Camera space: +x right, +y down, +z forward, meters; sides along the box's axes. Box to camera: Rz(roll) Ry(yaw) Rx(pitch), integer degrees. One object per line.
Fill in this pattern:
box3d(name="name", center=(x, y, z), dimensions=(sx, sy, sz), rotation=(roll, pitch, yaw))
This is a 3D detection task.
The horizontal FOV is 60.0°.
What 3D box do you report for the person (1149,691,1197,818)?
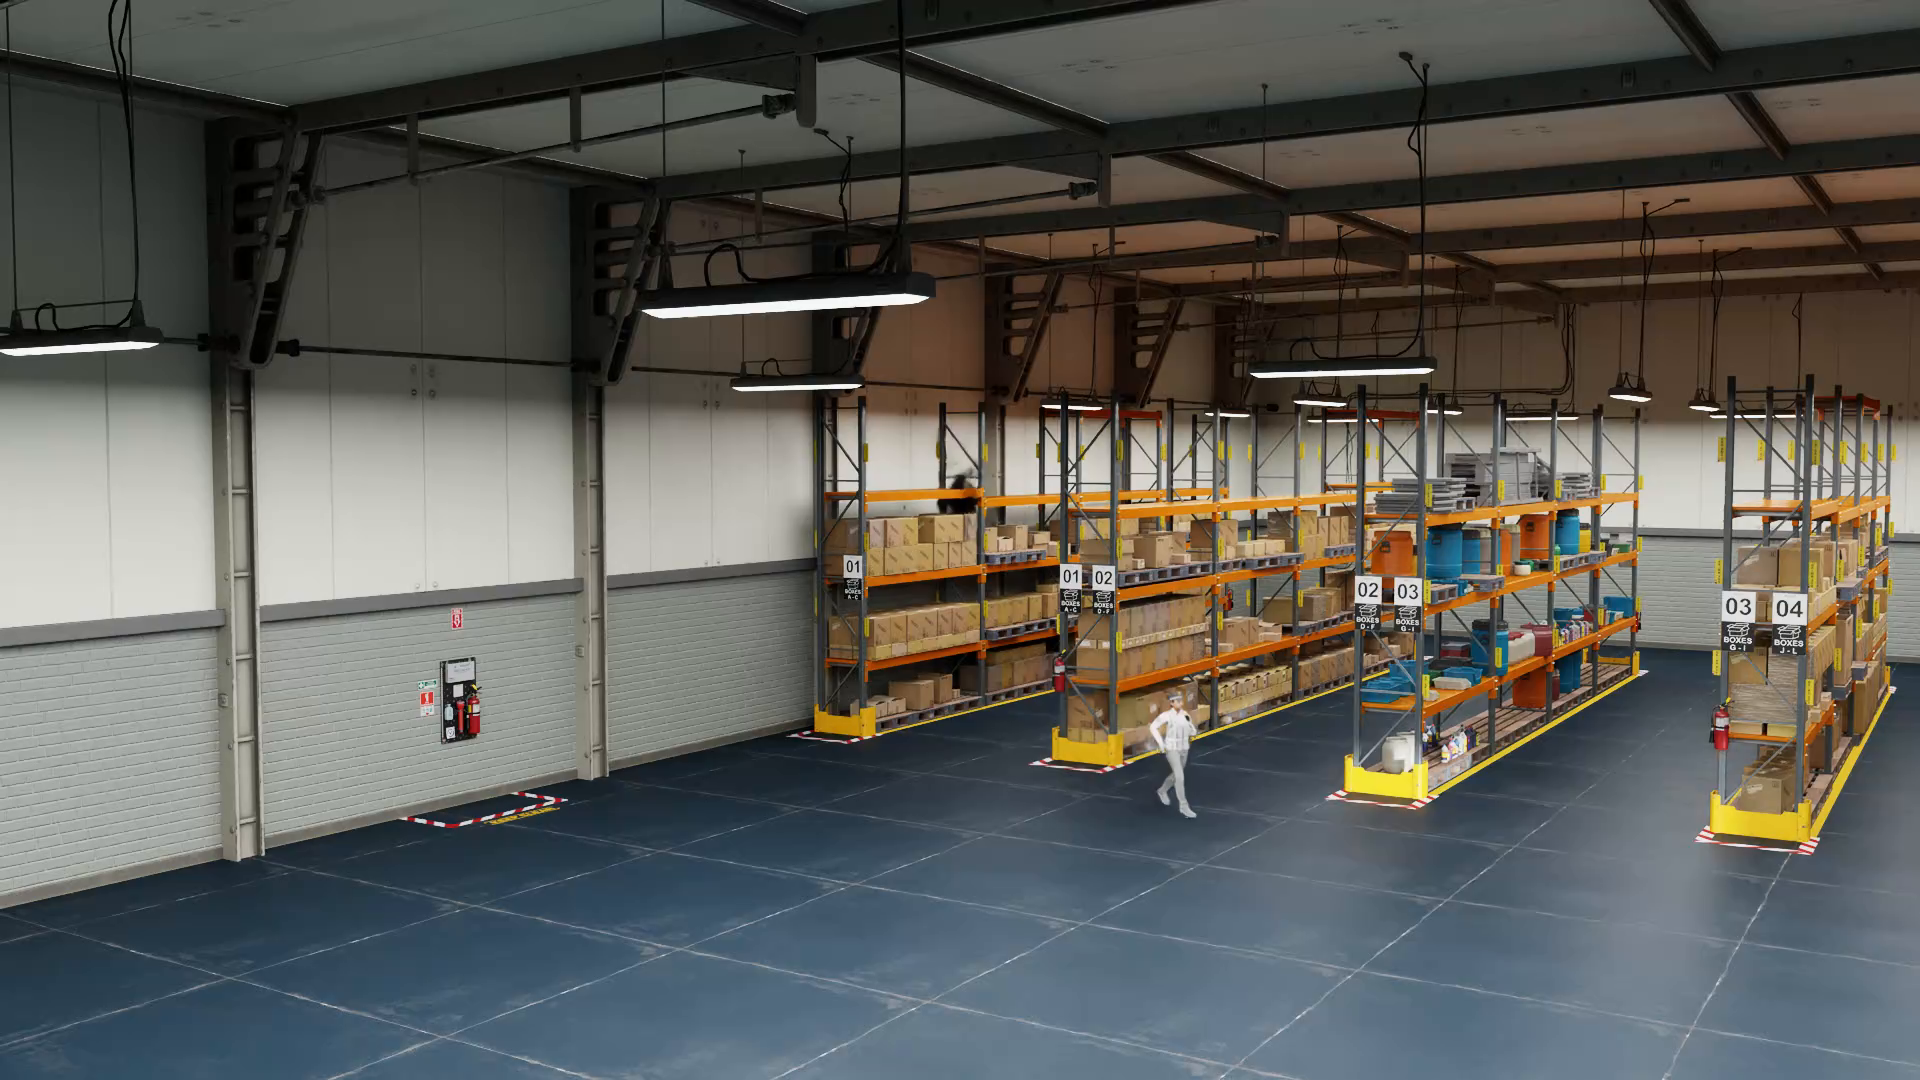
box3d(name="person", center=(2.997, 2.922, 23.030), dimensions=(0.606, 1.693, 0.929), rotation=(-2, 4, -33))
